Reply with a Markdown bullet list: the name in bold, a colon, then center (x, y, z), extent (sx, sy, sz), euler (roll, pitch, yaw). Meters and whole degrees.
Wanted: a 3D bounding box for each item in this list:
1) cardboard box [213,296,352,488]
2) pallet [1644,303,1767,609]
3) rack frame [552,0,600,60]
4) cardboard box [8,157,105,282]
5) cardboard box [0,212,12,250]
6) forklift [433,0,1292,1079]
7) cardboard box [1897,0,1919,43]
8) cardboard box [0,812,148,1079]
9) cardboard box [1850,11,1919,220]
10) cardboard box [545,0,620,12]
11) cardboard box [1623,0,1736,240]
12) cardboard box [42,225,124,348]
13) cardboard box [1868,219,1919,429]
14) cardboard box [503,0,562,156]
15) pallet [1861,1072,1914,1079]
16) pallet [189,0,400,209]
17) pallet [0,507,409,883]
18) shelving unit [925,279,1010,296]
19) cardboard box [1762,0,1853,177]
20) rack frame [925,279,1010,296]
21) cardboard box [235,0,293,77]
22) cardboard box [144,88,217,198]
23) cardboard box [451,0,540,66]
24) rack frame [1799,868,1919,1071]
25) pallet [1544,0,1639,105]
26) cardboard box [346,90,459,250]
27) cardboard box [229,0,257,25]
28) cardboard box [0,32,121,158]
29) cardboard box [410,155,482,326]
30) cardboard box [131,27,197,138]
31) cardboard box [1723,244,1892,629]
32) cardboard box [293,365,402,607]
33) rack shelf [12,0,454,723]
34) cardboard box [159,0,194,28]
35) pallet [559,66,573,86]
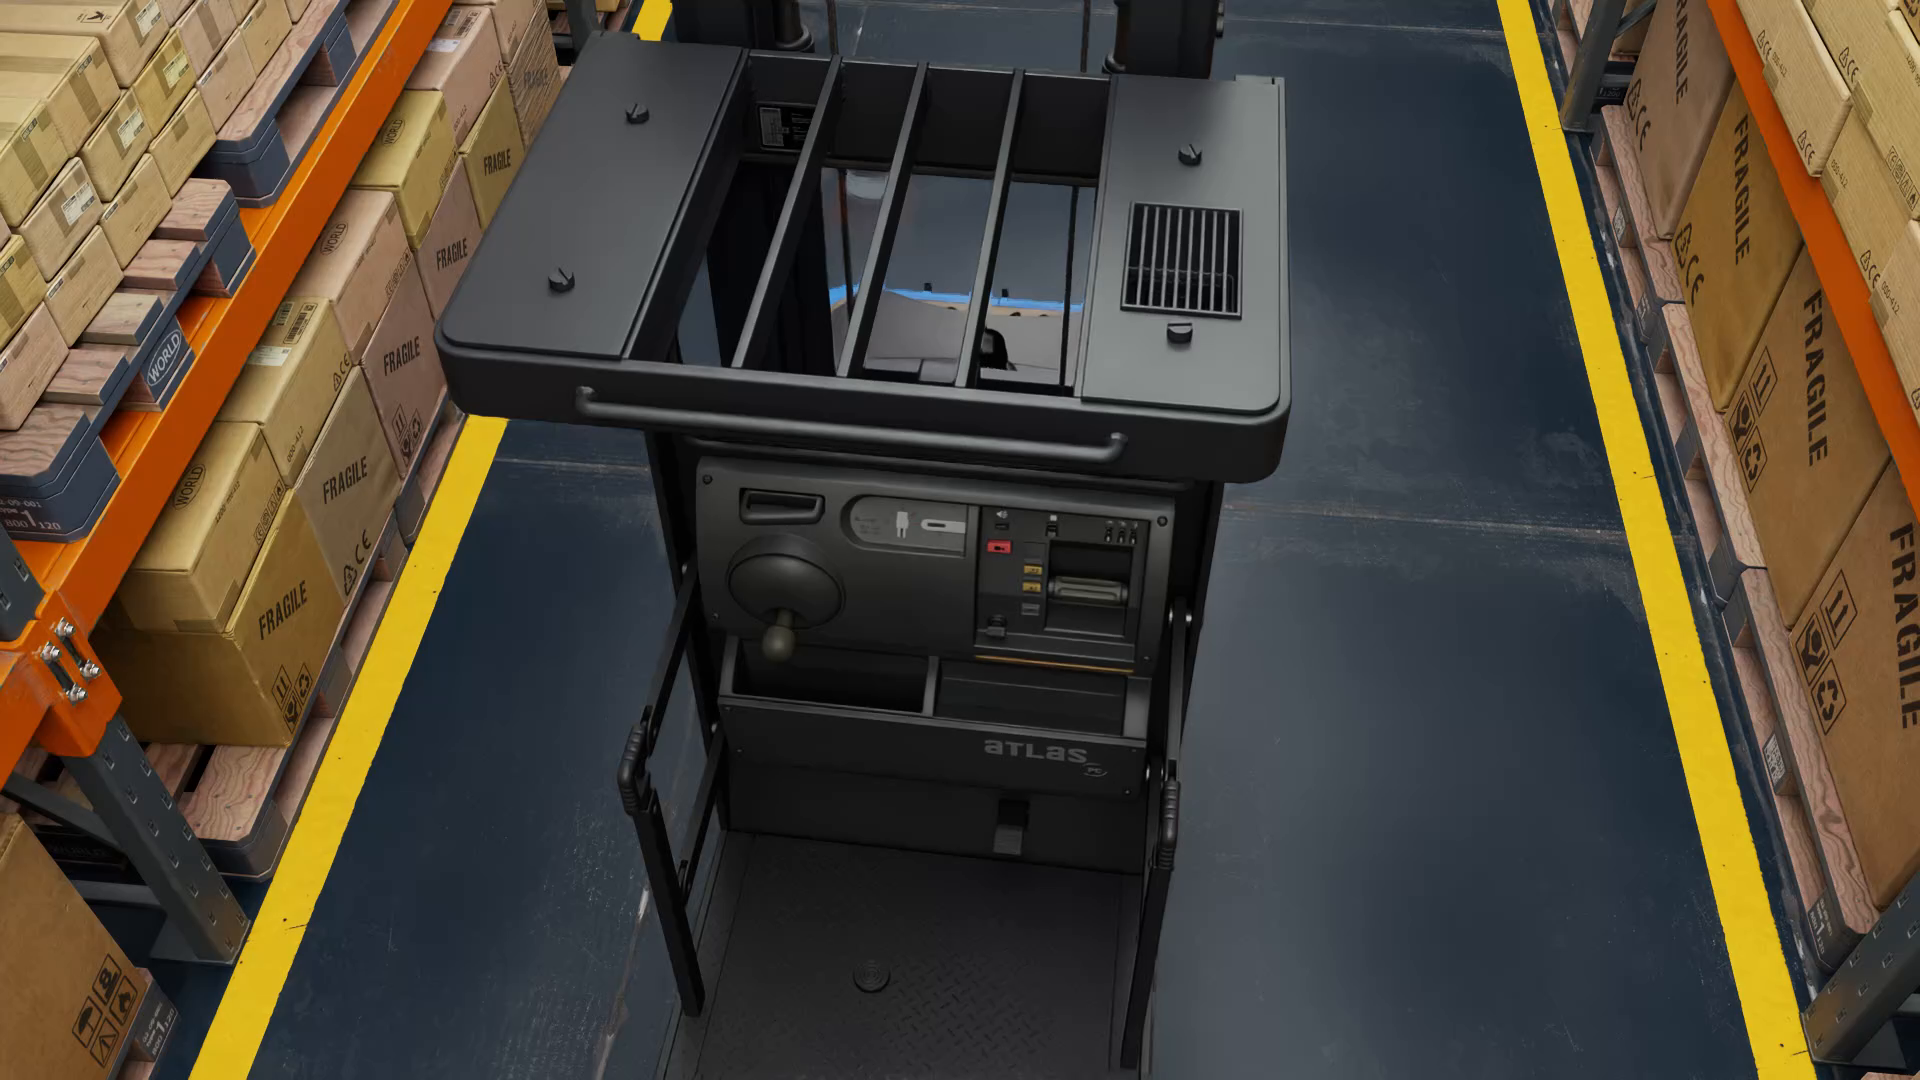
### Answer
- **cardboard box**: center (-1.998, -0.415, 4.498), extent (0.500, 0.250, 0.500), euler (3, 48, 3)
- **pallet**: center (2.851, -0.269, 5.353), extent (1.003, 0.211, 1.213), euler (4, 48, 4)
- **rack frame**: center (-1.983, -2.940, 5.906), extent (1.000, 3.000, 0.127), euler (4, 48, 4)
- **cardboard box**: center (-2.081, -0.699, 3.541), extent (0.380, 0.149, 0.250), euler (6, 48, 5)
- **cardboard box**: center (-2.113, -0.588, 3.238), extent (0.380, 0.149, 0.250), euler (4, 48, 4)
- **forklift**: center (-0.081, 0.167, 3.111), extent (1.130, 2.935, 3.031), euler (5, 48, 5)
- **cardboard box**: center (2.468, -1.253, 3.618), extent (0.500, 0.500, 0.500), euler (4, 48, 4)
- **cardboard box**: center (-2.493, 1.058, 3.489), extent (1.050, 0.750, 0.750), euler (3, 48, 3)
- **cardboard box**: center (2.451, -0.988, 3.883), extent (0.500, 0.250, 0.500), euler (3, 48, 3)
- **cardboard box**: center (-1.630, -2.365, 7.028), extent (0.380, 0.149, 0.250), euler (2, 48, 2)
- **cardboard box**: center (2.978, -1.645, 5.877), extent (0.875, 0.875, 0.875), euler (5, 48, 5)
- **cardboard box**: center (-2.082, -0.570, 3.624), extent (0.380, 0.149, 0.250), euler (6, 48, 5)
- **cardboard box**: center (2.409, -0.457, 3.737), extent (0.500, 0.250, 0.500), euler (5, 48, 4)
- **cardboard box**: center (-1.800, -1.677, 6.161), extent (0.500, 0.500, 0.500), euler (3, 48, 3)
- **pallet**: center (2.518, 1.773, 3.485), extent (1.003, 0.211, 1.213), euler (4, 48, 4)
- **pallet**: center (-2.208, -1.393, 4.621), extent (1.003, 0.211, 1.213), euler (4, 48, 4)
- **pallet**: center (-2.275, 0.366, 4.772), extent (1.003, 0.211, 1.213), euler (4, 48, 4)
- **shelving unit**: center (0.008, -0.346, 4.957), extent (0.258, 0.900, 0.210), euler (5, 48, 5)
- **cardboard box**: center (2.489, -1.202, 4.419), extent (0.500, 0.250, 0.500), euler (3, 48, 3)
- **rack frame**: center (0.021, -0.421, 5.025), extent (0.240, 0.900, 0.006), euler (5, 48, 5)
- **cardboard box**: center (-1.987, -1.347, 4.335), extent (0.380, 0.149, 0.250), euler (4, 48, 4)
- **cardboard box**: center (-2.034, -0.967, 3.987), extent (0.380, 0.149, 0.250), euler (6, 48, 5)
- **cardboard box**: center (-1.800, -1.927, 5.881), extent (0.500, 0.250, 0.500), euler (3, 48, 2)
- **rack frame**: center (2.591, 0.258, 2.981), extent (1.000, 3.000, 0.127), euler (4, 48, 4)
- **pallet**: center (3.102, -2.294, 7.205), extent (1.003, 0.211, 1.213), euler (4, 48, 4)
- **cardboard box**: center (-1.894, -1.161, 5.180), extent (0.500, 0.250, 0.500), euler (2, 48, 2)
- **cardboard box**: center (-1.988, -1.446, 4.224), extent (0.380, 0.149, 0.250), euler (3, 48, 3)
- **cardboard box**: center (-2.064, -0.962, 3.580), extent (0.380, 0.149, 0.250), euler (4, 48, 3)
- **cardboard box**: center (-1.898, -0.924, 5.471), extent (0.500, 0.500, 0.500), euler (3, 48, 3)
- **cardboard box**: center (-2.038, -1.081, 3.890), extent (0.380, 0.149, 0.250), euler (4, 48, 4)
- **cardboard box**: center (2.822, -0.324, 4.669), extent (0.875, 0.875, 0.875), euler (4, 48, 4)
- **cardboard box**: center (-1.987, -0.171, 4.783), extent (0.500, 0.500, 0.500), euler (4, 48, 4)
- **rack shelf**: center (-2.166, -1.227, 4.827), extent (1.077, 0.370, 4.000), euler (4, 48, 4)
- **cardboard box**: center (-2.017, -1.356, 3.940), extent (0.380, 0.149, 0.250), euler (6, 48, 5)
- **pallet**: center (-2.053, -1.427, 6.412), extent (1.003, 0.211, 1.213), euler (4, 48, 4)
